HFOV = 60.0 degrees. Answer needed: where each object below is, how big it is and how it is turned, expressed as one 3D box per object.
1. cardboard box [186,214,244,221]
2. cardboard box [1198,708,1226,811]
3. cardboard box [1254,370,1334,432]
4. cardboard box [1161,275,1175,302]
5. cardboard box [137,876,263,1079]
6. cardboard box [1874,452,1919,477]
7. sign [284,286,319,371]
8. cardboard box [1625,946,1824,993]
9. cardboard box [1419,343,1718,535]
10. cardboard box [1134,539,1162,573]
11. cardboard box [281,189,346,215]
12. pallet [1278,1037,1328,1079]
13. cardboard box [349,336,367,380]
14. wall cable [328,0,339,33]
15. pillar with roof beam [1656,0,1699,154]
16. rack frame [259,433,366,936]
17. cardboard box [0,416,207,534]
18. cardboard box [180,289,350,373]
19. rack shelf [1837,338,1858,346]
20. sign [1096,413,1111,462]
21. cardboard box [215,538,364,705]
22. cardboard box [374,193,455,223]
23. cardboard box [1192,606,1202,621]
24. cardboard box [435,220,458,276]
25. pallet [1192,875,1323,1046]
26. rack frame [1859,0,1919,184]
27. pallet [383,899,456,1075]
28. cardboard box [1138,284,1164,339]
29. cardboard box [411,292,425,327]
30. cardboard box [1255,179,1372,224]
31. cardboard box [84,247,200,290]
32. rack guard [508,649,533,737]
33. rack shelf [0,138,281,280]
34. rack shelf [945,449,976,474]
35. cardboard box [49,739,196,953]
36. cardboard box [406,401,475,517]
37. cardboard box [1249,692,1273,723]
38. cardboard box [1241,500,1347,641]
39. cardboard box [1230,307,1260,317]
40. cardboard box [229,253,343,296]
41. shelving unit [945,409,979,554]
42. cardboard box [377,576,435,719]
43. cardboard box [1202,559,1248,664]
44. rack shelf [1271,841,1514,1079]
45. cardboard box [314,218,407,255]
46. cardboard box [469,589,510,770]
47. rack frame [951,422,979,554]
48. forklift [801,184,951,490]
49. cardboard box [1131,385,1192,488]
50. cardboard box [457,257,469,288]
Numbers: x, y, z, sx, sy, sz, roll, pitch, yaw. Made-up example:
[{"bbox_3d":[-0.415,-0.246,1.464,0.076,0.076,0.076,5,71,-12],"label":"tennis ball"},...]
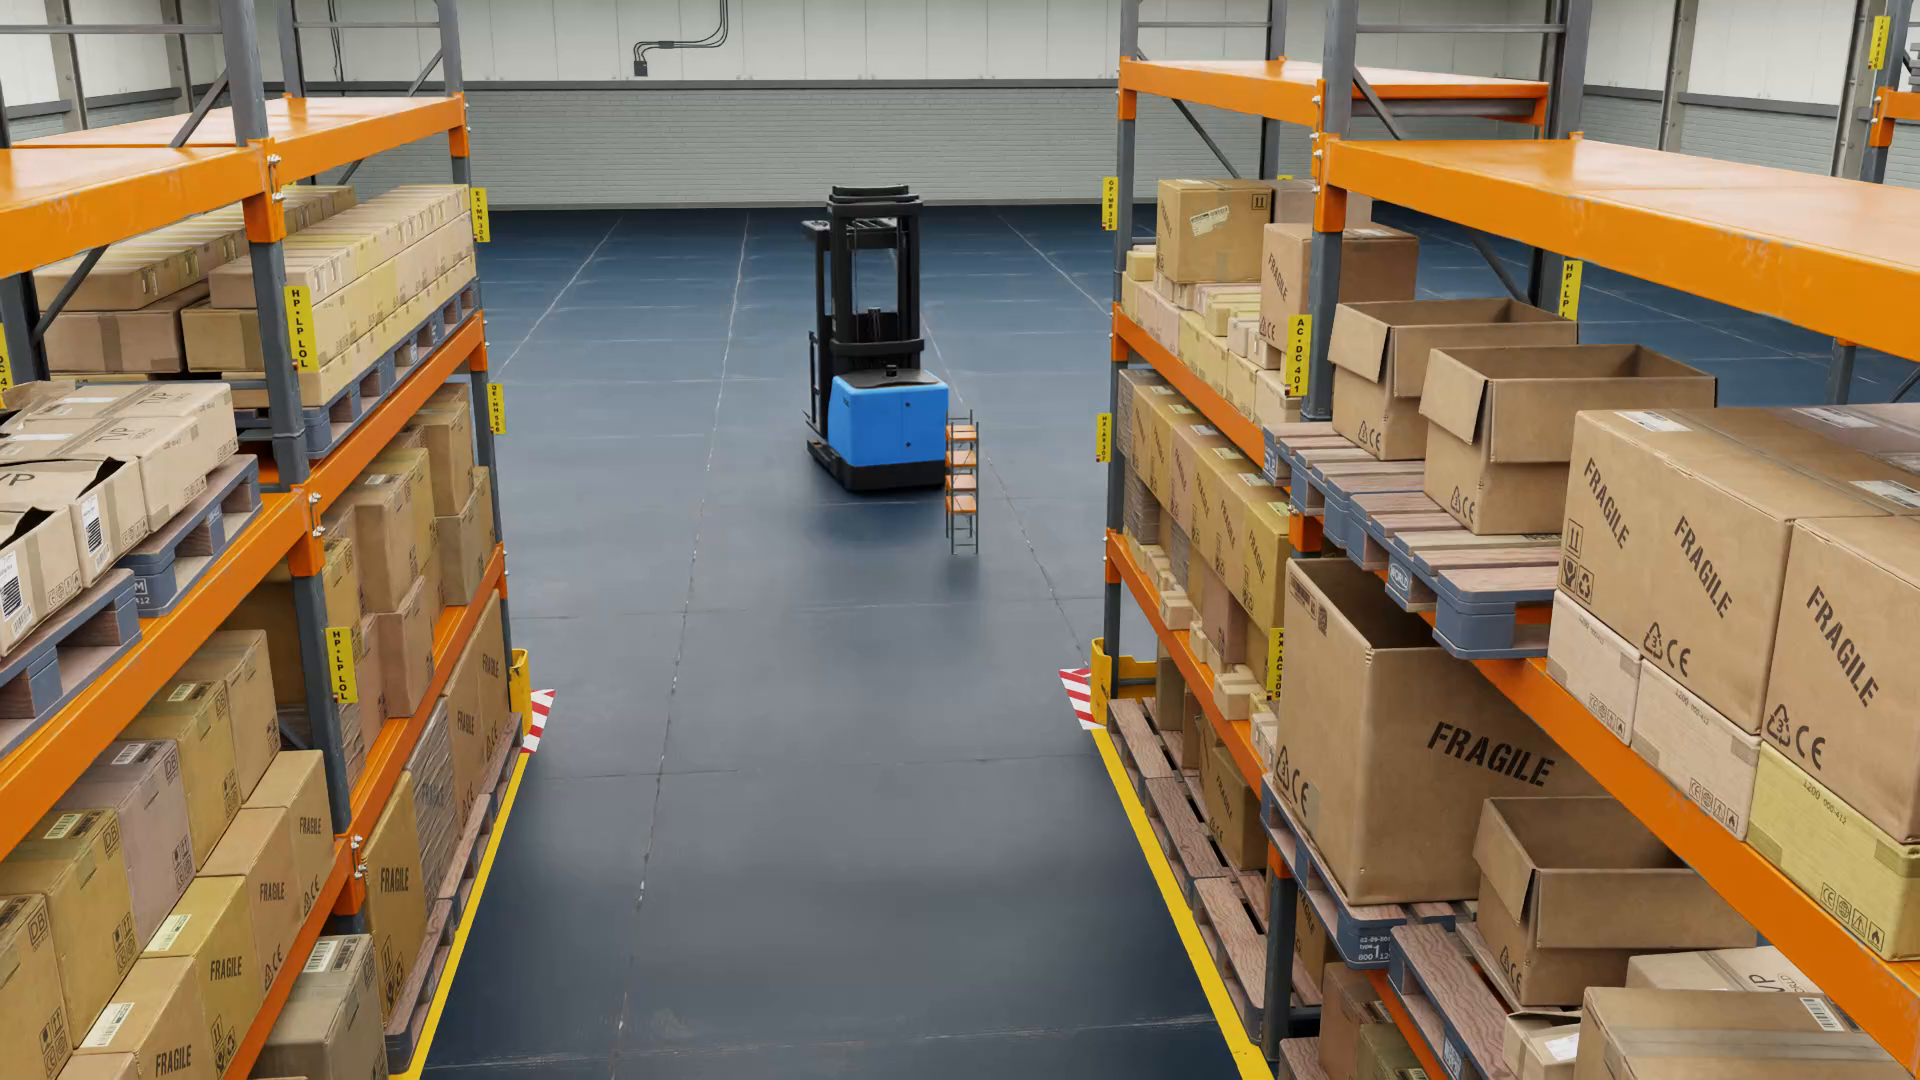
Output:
[{"bbox_3d":[-3.588,-1.523,8.233,0.380,0.149,0.250,-2,17,-5],"label":"cardboard box"},{"bbox_3d":[1.670,1.272,9.589,0.500,0.500,0.500,0,17,0],"label":"cardboard box"},{"bbox_3d":[1.587,-0.566,7.216,0.500,0.250,0.500,-1,17,-4],"label":"cardboard box"},{"bbox_3d":[1.337,-1.424,9.282,0.380,0.149,0.250,-2,18,-6],"label":"cardboard box"},{"bbox_3d":[-2.626,1.445,5.401,0.500,0.500,0.500,-2,17,-5],"label":"cardboard box"},{"bbox_3d":[2.465,0.096,3.854,0.500,0.500,0.500,-2,18,-5],"label":"cardboard box"},{"bbox_3d":[-2.511,-0.804,6.333,0.100,0.325,0.005,-2,18,-6],"label":"sign"},{"bbox_3d":[2.362,1.477,5.013,0.500,0.250,0.500,-2,18,-7],"label":"cardboard box"},{"bbox_3d":[1.942,-0.336,5.358,0.797,0.503,0.637,-1,17,-3],"label":"cardboard box"},{"bbox_3d":[1.291,0.091,10.298,0.380,0.149,0.250,-2,18,-6],"label":"cardboard box"},{"bbox_3d":[-3.720,-1.904,9.445,0.380,0.149,0.250,-2,18,-5],"label":"cardboard box"},{"bbox_3d":[1.976,2.483,6.915,1.003,0.211,1.213,-2,18,-6],"label":"pallet"},{"bbox_3d":[-2.802,-0.786,7.216,0.380,0.149,0.250,-2,18,-6],"label":"cardboard box"},{"bbox_3d":[-13.529,-13.306,39.287,3.097,2.526,0.112,-2,18,-6],"label":"wall cable"},{"bbox_3d":[10.437,-10.428,33.369,9.100,9.000,0.400,-2,18,-6],"label":"pillar with roof beam"},{"bbox_3d":[-3.050,1.044,6.844,1.000,3.000,0.127,-2,18,-6],"label":"rack frame"},{"bbox_3d":[-2.704,-0.203,5.189,0.500,0.250,0.500,-2,18,-6],"label":"cardboard box"},{"bbox_3d":[-2.822,-0.860,6.786,0.500,0.250,0.500,-2,18,-5],"label":"cardboard box"},{"bbox_3d":[6.614,-0.916,9.280,1.077,0.370,4.000,-2,18,-6],"label":"rack shelf"},{"bbox_3d":[0.942,-0.667,10.849,0.100,0.325,0.005,-2,18,-6],"label":"sign"},{"bbox_3d":[-3.054,0.346,7.013,0.875,0.550,0.550,-2,18,-6],"label":"cardboard box"},{"bbox_3d":[-3.040,-1.847,9.264,0.380,0.149,0.250,-1,17,-5],"label":"cardboard box"},{"bbox_3d":[1.490,0.462,9.118,0.380,0.149,0.250,-2,18,-6],"label":"cardboard box"},{"bbox_3d":[-3.083,-1.611,9.179,0.500,0.250,0.500,-2,18,-6],"label":"cardboard box"},{"bbox_3d":[1.789,2.052,8.288,1.003,0.211,1.213,-2,18,-6],"label":"pallet"},{"bbox_3d":[6.408,-3.286,10.621,1.000,3.000,0.127,-2,18,-6],"label":"rack frame"},{"bbox_3d":[-3.051,2.145,7.991,1.003,0.211,1.213,-2,18,-6],"label":"pallet"},{"bbox_3d":[1.333,-1.325,9.634,0.500,0.250,0.500,-2,18,-7],"label":"cardboard box"},{"bbox_3d":[-2.935,-1.164,8.421,0.380,0.149,0.250,-2,17,-5],"label":"cardboard box"},{"bbox_3d":[1.893,-1.676,9.002,0.500,0.500,0.500,-2,18,-6],"label":"cardboard box"},{"bbox_3d":[-3.456,-1.145,7.029,0.380,0.149,0.250,-2,18,-6],"label":"cardboard box"},{"bbox_3d":[-3.465,1.038,11.037,1.175,0.500,0.348,-2,18,-6],"label":"rack guard"},{"bbox_3d":[-2.844,-0.688,4.215,1.077,0.370,4.000,-2,18,-6],"label":"rack shelf"},{"bbox_3d":[0.017,-0.672,14.793,0.258,0.148,0.480,-2,18,-6],"label":"rack shelf"},{"bbox_3d":[-2.886,0.971,5.241,0.700,0.500,0.500,-2,18,-5],"label":"cardboard box"},{"bbox_3d":[-3.314,-0.462,9.587,0.875,0.550,0.550,-2,18,-6],"label":"cardboard box"},{"bbox_3d":[1.597,0.835,7.930,0.380,0.149,0.250,-2,18,-6],"label":"cardboard box"},{"bbox_3d":[1.574,0.129,7.427,0.500,0.500,0.500,-2,18,-6],"label":"cardboard box"},{"bbox_3d":[1.517,-1.032,8.033,0.380,0.149,0.250,-1,17,-4],"label":"cardboard box"},{"bbox_3d":[-2.777,-1.091,6.856,0.380,0.149,0.250,-2,18,-6],"label":"cardboard box"},{"bbox_3d":[0.017,-0.523,14.840,0.258,1.200,0.503,-2,18,-6],"label":"shelving unit"},{"bbox_3d":[-3.118,0.535,8.214,0.875,0.550,0.550,-2,18,-6],"label":"cardboard box"},{"bbox_3d":[1.741,0.299,8.552,0.875,0.500,0.500,-2,18,-6],"label":"cardboard box"},{"bbox_3d":[2.100,1.860,5.446,1.077,0.370,4.000,-2,18,-6],"label":"rack shelf"},{"bbox_3d":[-2.907,-1.468,8.058,0.380,0.149,0.250,-2,18,-6],"label":"cardboard box"},{"bbox_3d":[-3.327,0.866,10.258,0.875,0.875,0.875,-2,18,-5],"label":"cardboard box"},{"bbox_3d":[0.042,-0.450,14.609,0.240,1.200,0.015,-2,18,-6],"label":"rack frame"},{"bbox_3d":[-1.029,-2.295,17.593,1.130,2.935,3.031,-5,18,-17],"label":"forklift"},{"bbox_3d":[1.312,-0.616,9.799,0.500,0.500,0.500,-2,18,-6],"label":"cardboard box"},{"bbox_3d":[-3.066,-1.543,9.629,0.380,0.149,0.250,-2,18,-5],"label":"cardboard box"}]
